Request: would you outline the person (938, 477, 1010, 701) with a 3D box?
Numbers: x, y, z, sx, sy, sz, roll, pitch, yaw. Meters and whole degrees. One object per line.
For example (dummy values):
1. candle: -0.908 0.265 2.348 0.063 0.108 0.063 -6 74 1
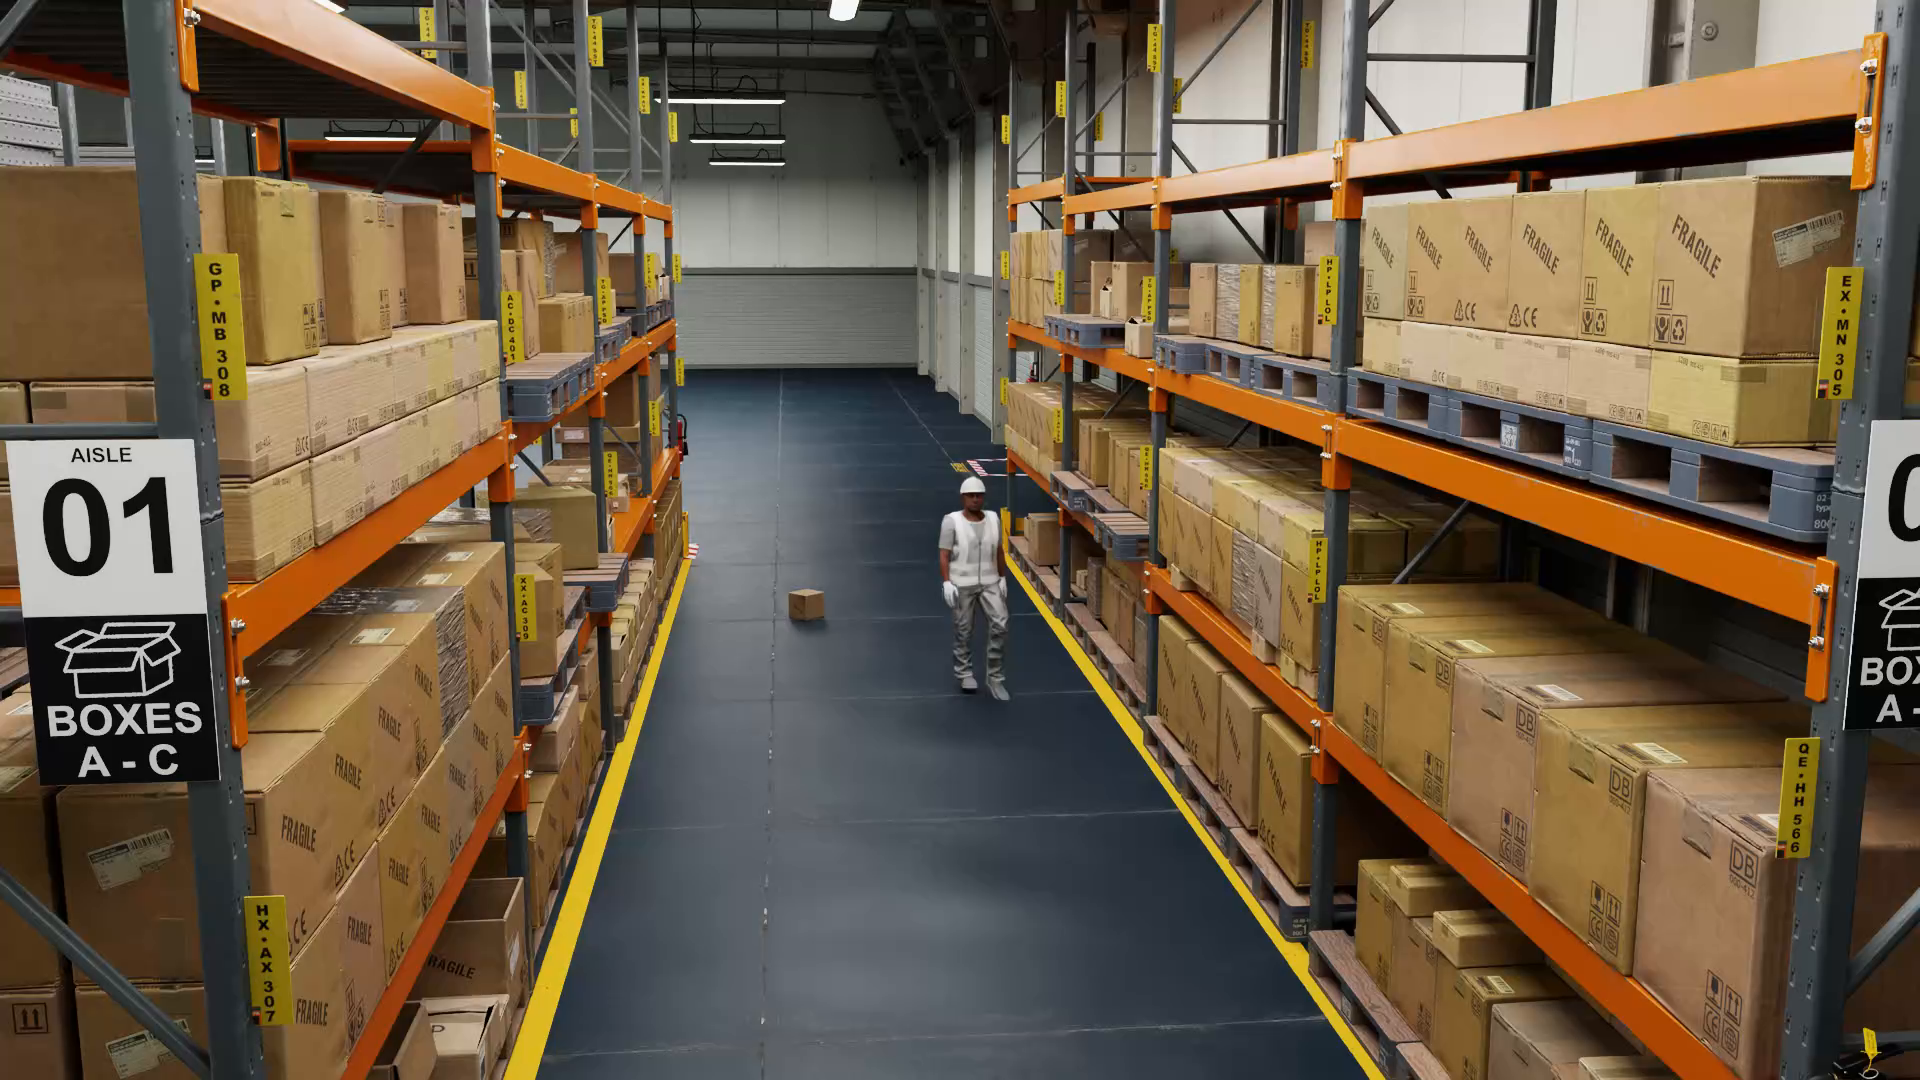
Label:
1. person: 0.133 0.399 13.568 0.622 1.826 0.573 -3 10 -17
